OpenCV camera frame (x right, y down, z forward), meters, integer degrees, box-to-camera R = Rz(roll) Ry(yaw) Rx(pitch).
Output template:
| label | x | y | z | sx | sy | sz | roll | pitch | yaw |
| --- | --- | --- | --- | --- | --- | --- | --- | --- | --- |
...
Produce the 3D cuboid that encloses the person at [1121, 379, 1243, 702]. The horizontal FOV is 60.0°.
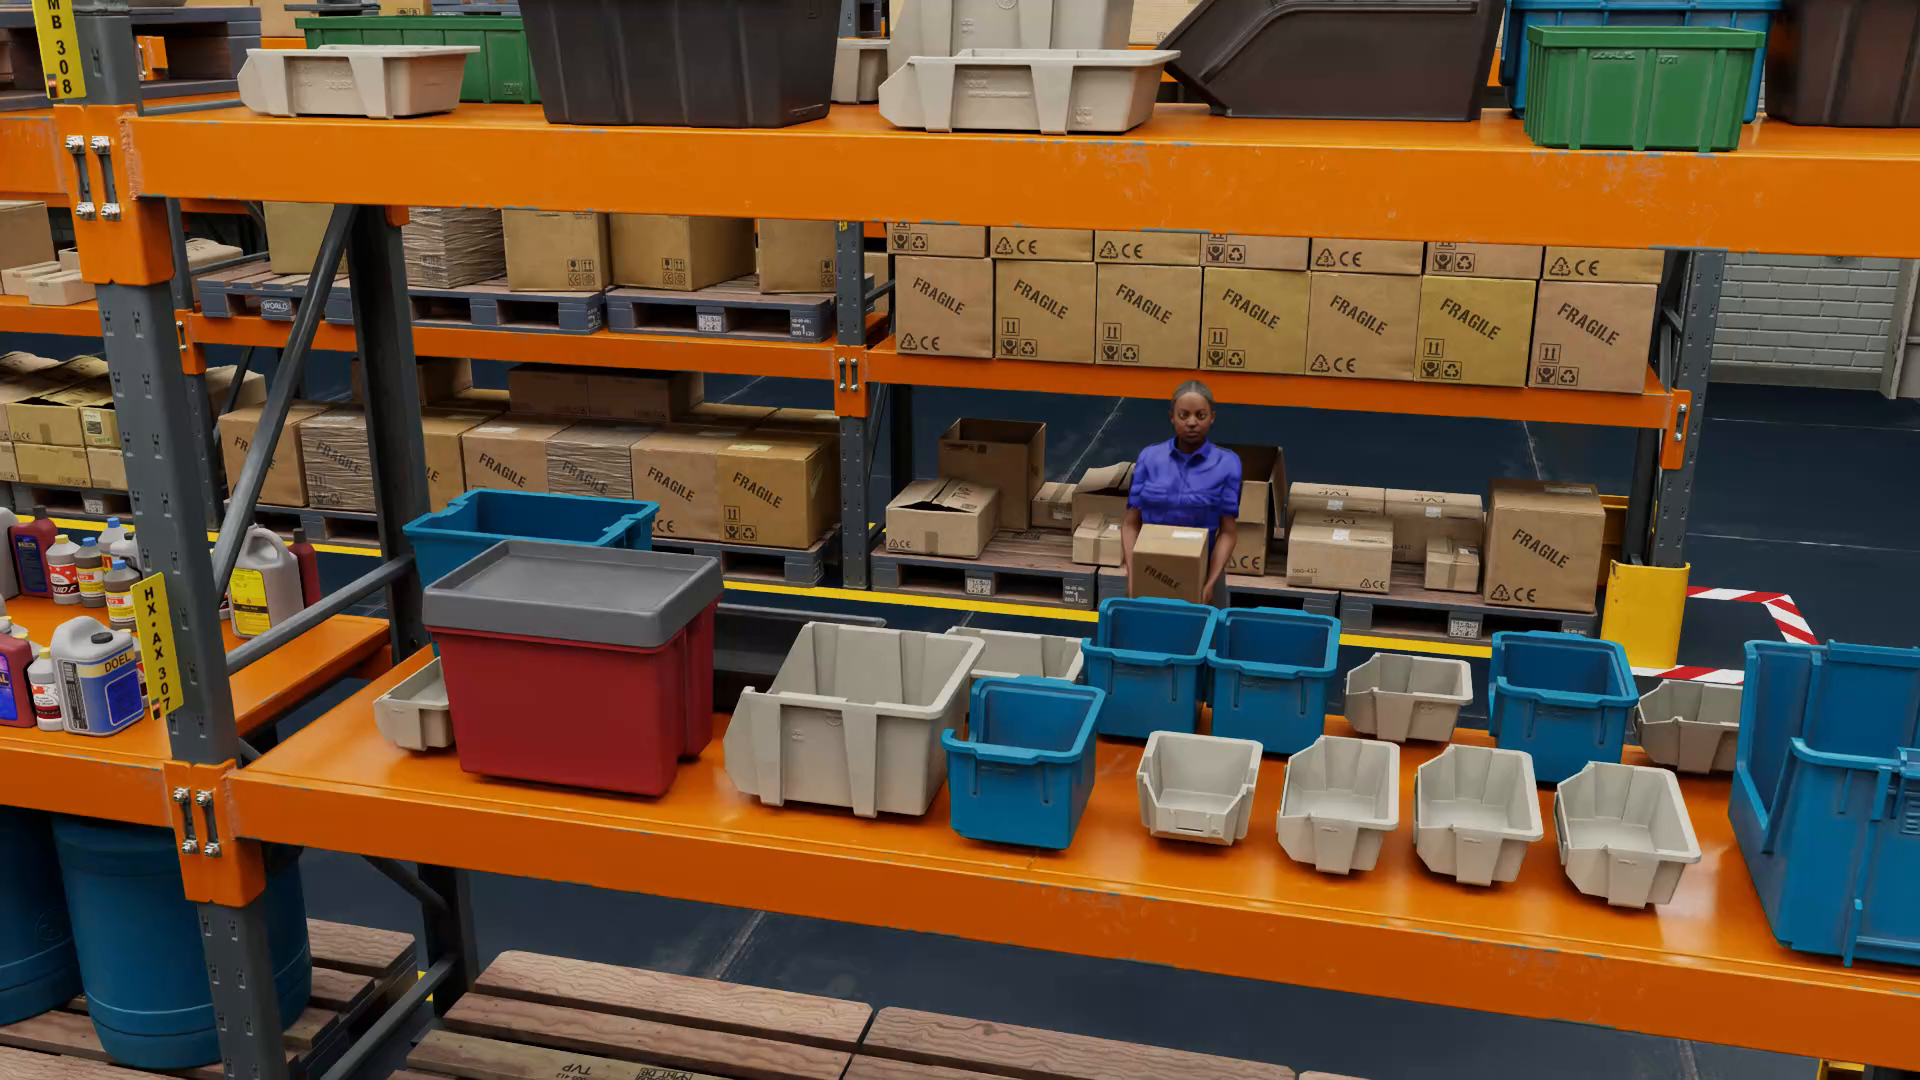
| label | x | y | z | sx | sy | sz | roll | pitch | yaw |
| --- | --- | --- | --- | --- | --- | --- | --- | --- | --- |
| person | 0.830 | 0.221 | 6.418 | 0.451 | 1.651 | 0.510 | 5 | 19 | 14 |
